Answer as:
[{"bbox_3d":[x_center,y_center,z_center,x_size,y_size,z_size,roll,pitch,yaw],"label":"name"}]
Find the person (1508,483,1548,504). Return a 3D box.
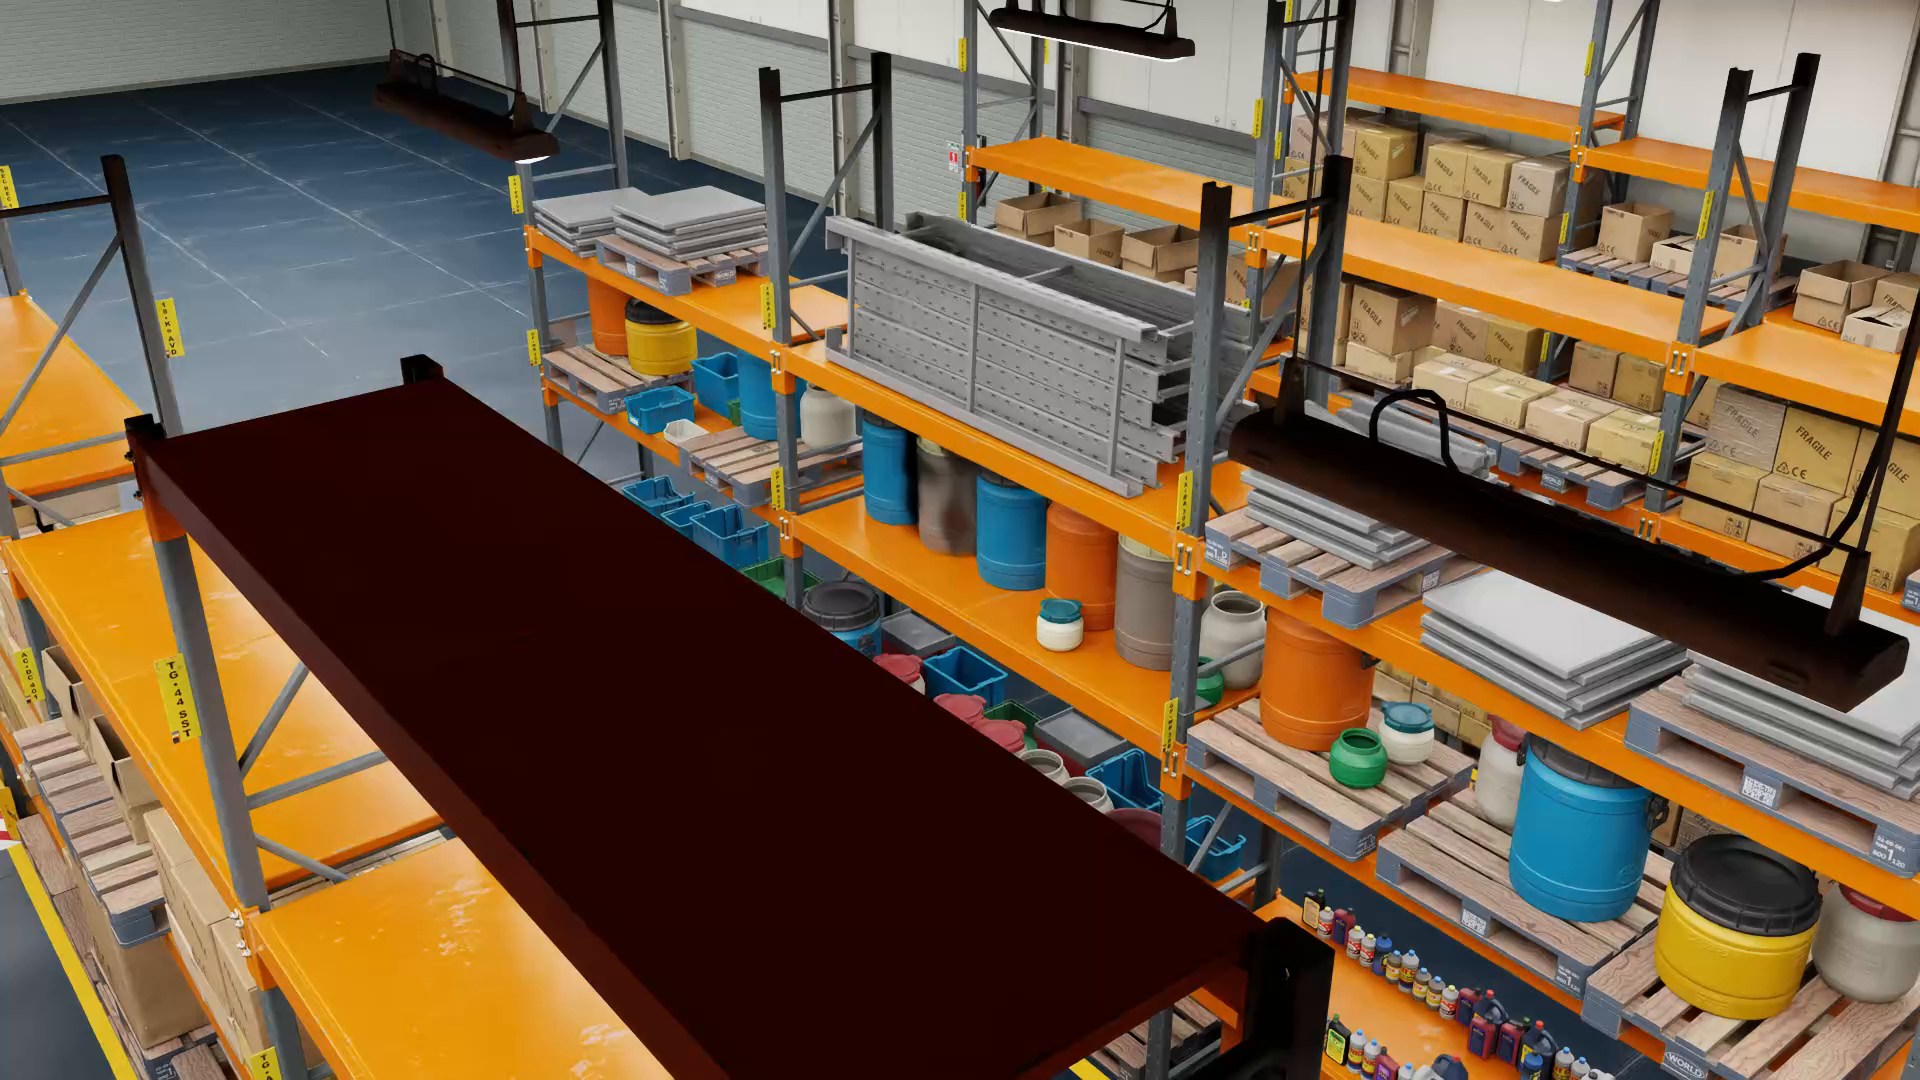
[{"bbox_3d":[5.893,-0.244,16.985,0.606,1.628,1.003,-21,33,-36],"label":"person"}]
